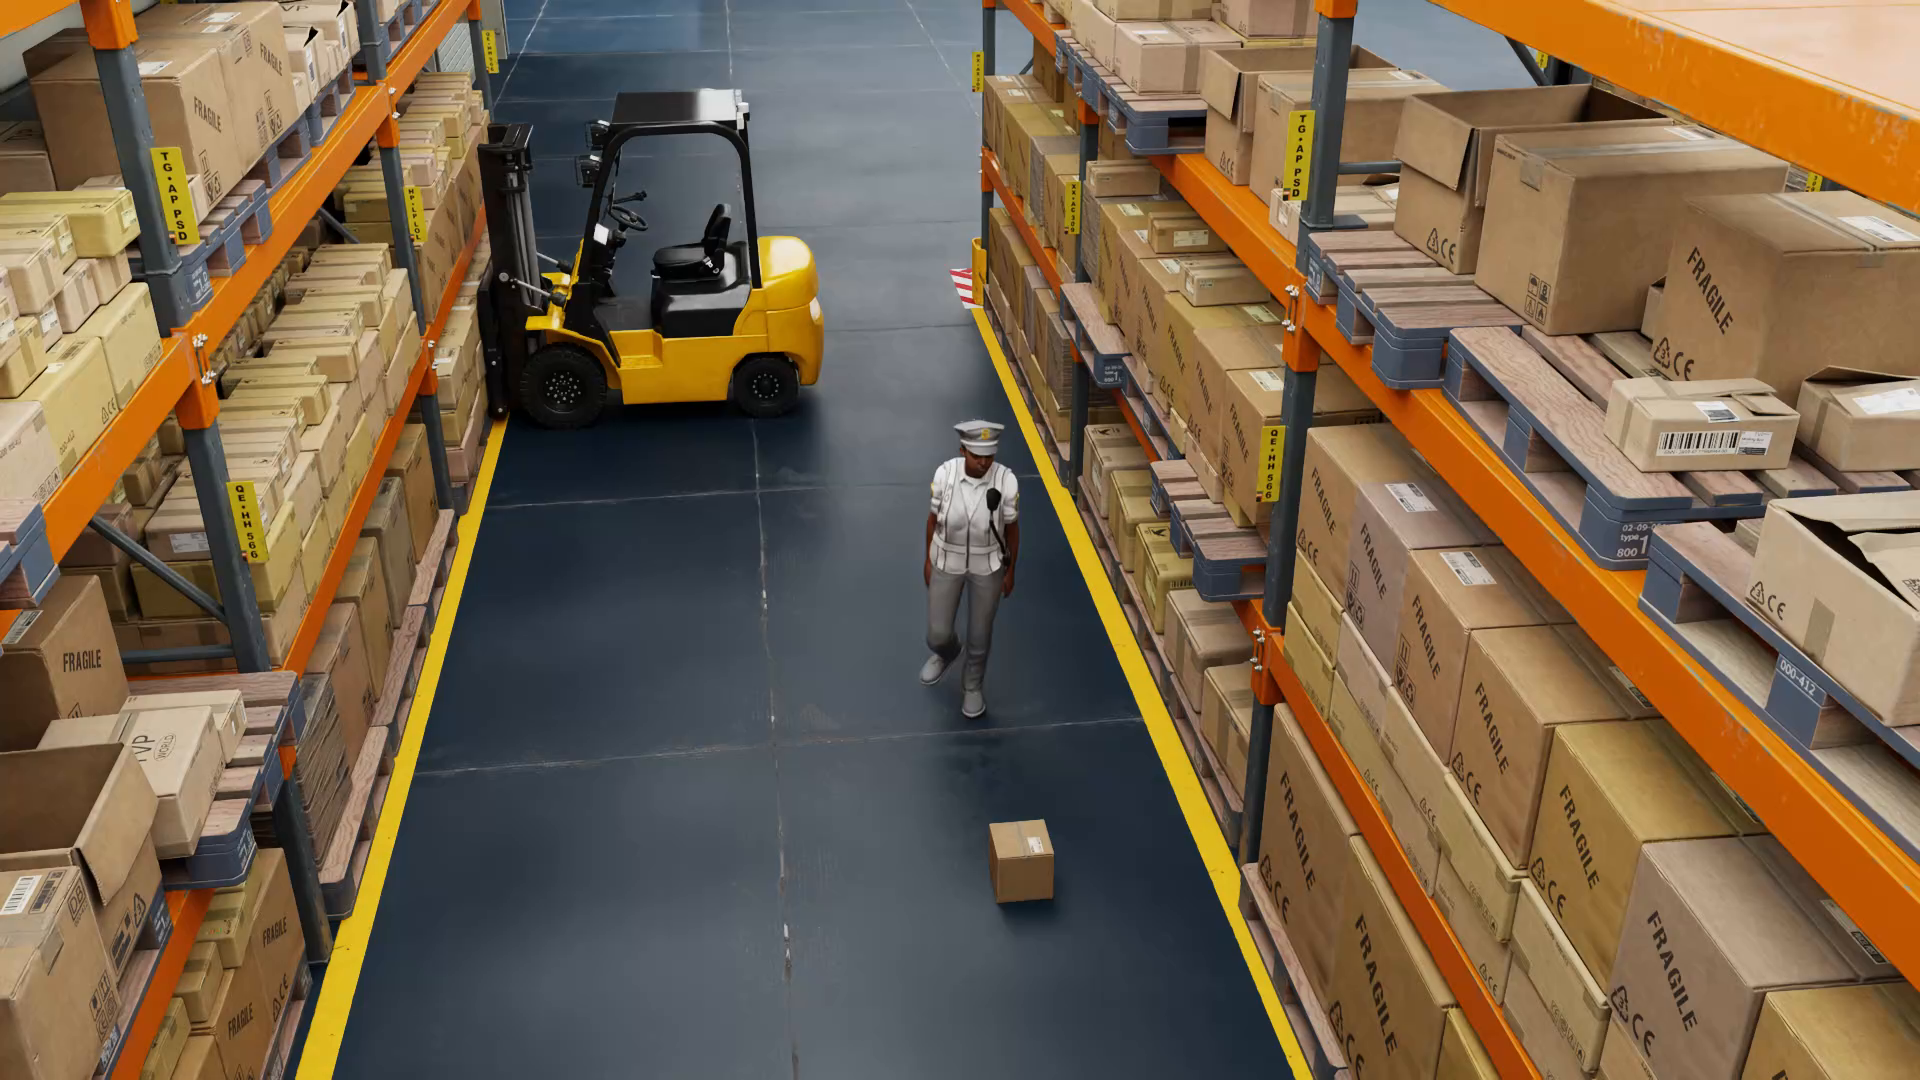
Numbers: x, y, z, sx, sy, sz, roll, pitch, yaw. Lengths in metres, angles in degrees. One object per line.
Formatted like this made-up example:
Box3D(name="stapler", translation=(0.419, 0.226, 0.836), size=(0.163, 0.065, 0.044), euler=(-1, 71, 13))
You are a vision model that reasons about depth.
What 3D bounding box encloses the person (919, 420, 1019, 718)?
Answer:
Box3D(name="person", translation=(0.039, 0.114, 8.368), size=(0.517, 1.670, 0.501), euler=(1, 27, 3))
